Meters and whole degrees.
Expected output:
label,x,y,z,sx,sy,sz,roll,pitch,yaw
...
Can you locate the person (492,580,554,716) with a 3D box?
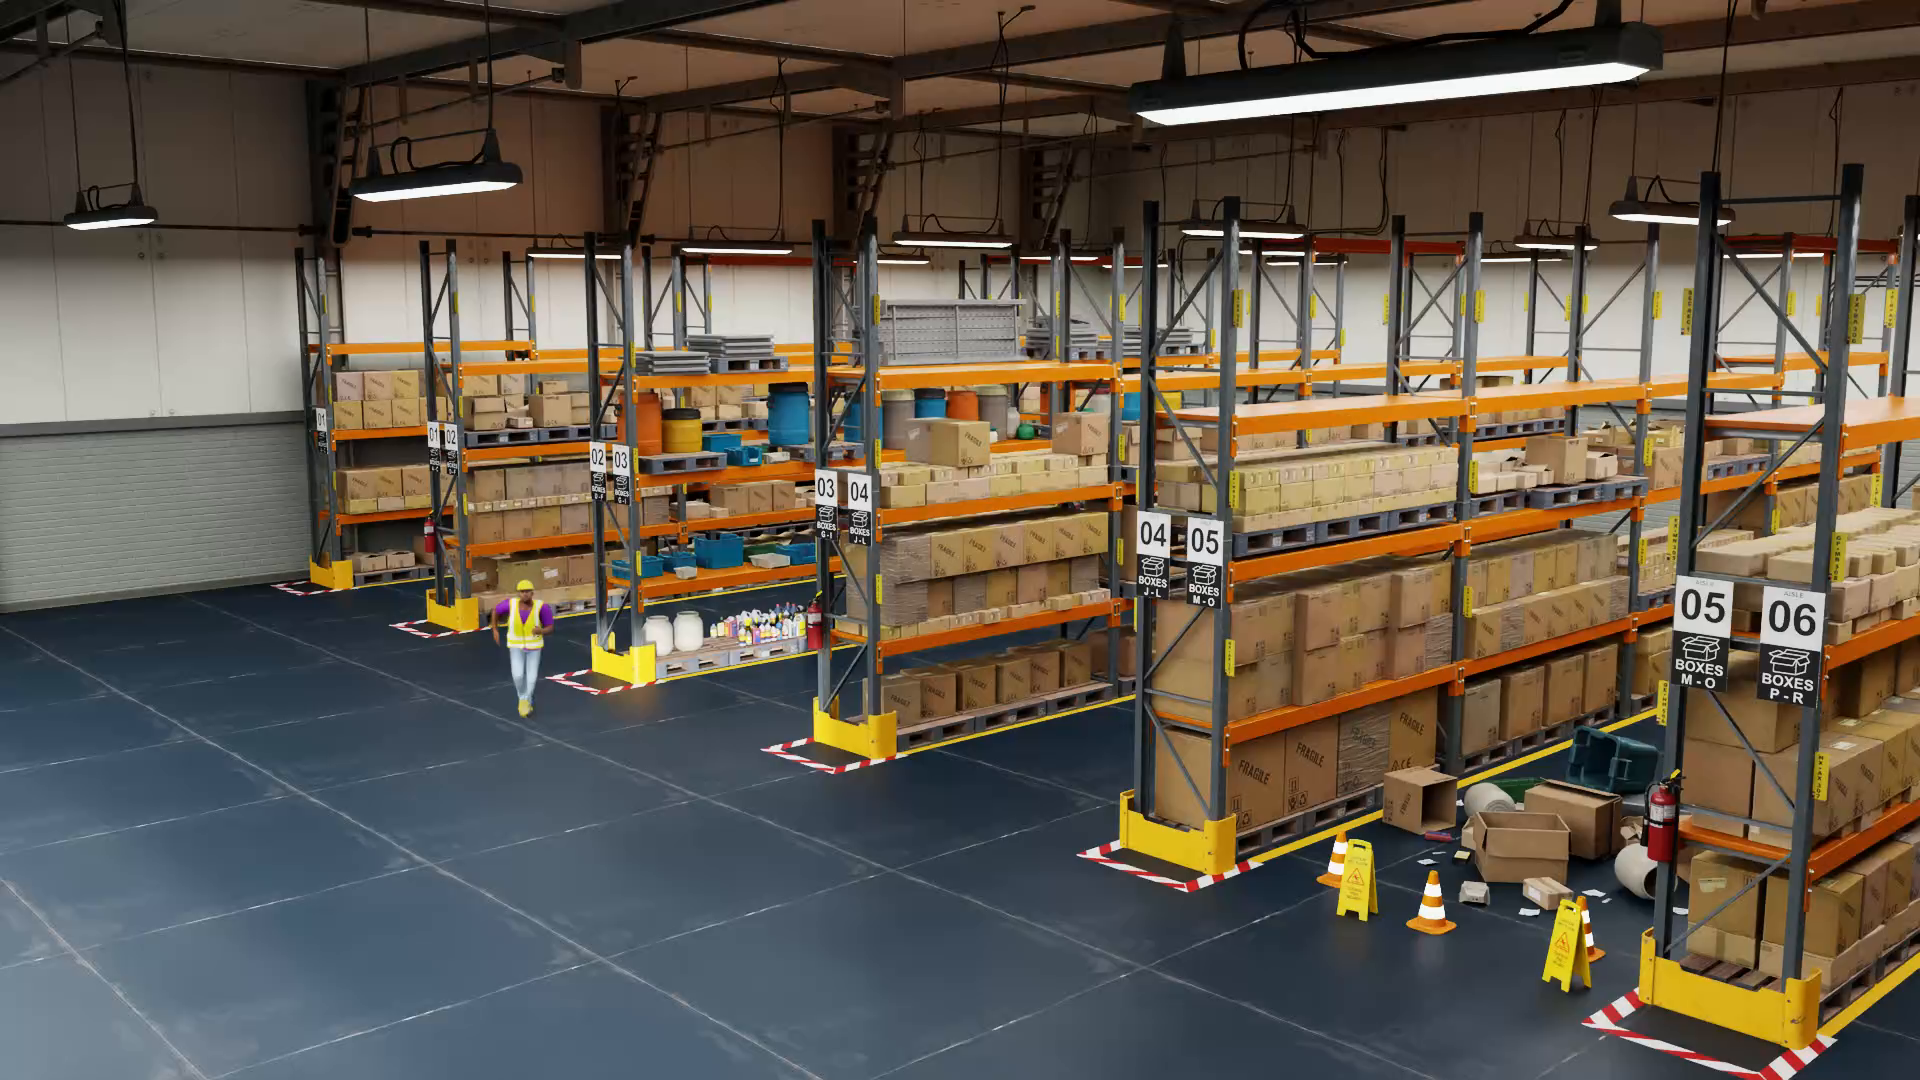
label,x,y,z,sx,sy,sz,roll,pitch,yaw
person,-5.334,1.320,20.337,0.740,1.708,0.779,-2,9,-14
